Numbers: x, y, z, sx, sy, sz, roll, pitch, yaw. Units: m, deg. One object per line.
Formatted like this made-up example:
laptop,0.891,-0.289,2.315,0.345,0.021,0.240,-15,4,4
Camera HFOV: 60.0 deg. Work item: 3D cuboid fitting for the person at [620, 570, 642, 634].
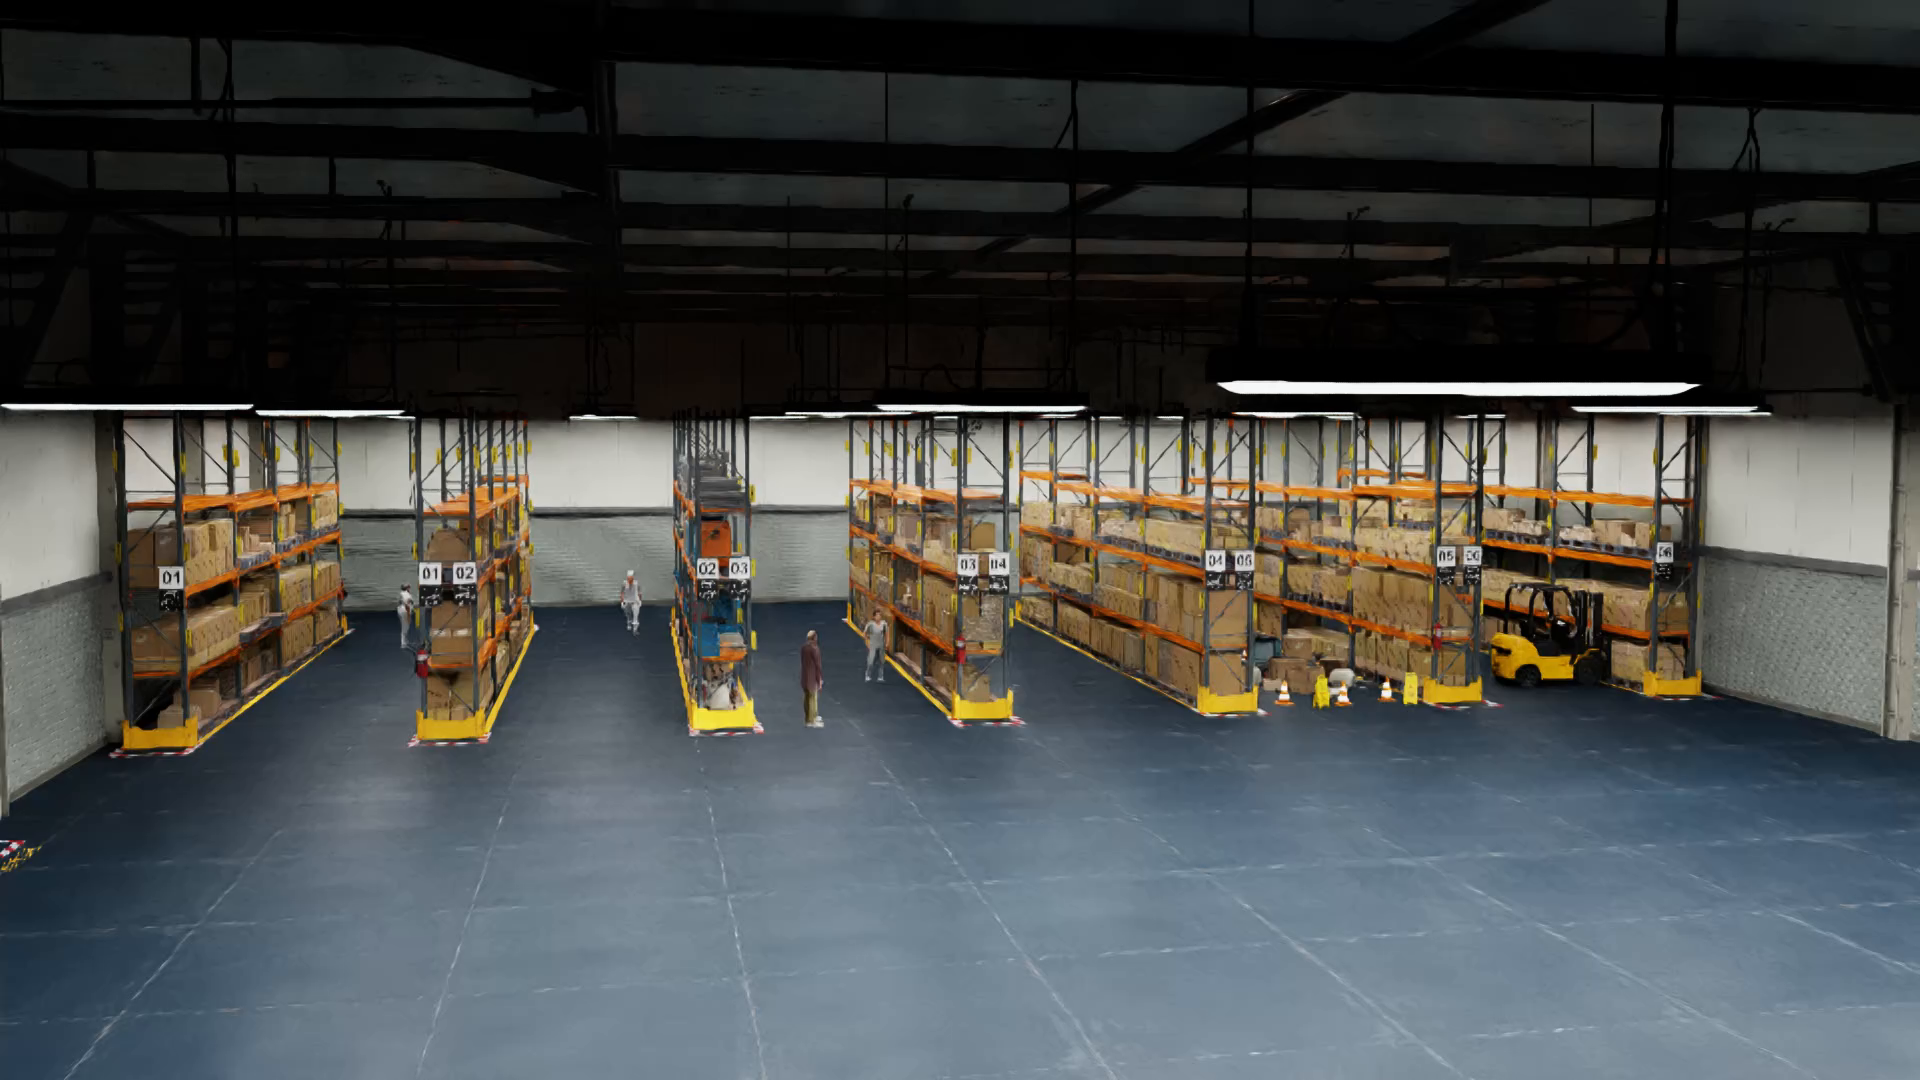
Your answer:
person,-8.888,1.663,44.899,0.553,1.709,1.123,-1,4,-9

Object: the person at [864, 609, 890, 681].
person,-1.835,2.317,36.632,0.580,1.618,0.507,-1,4,-12

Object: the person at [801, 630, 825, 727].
person,-2.749,2.586,31.331,0.522,1.788,0.654,-3,5,-37

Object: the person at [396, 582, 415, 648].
person,-13.999,1.886,42.096,0.451,1.667,0.572,-3,5,-34
